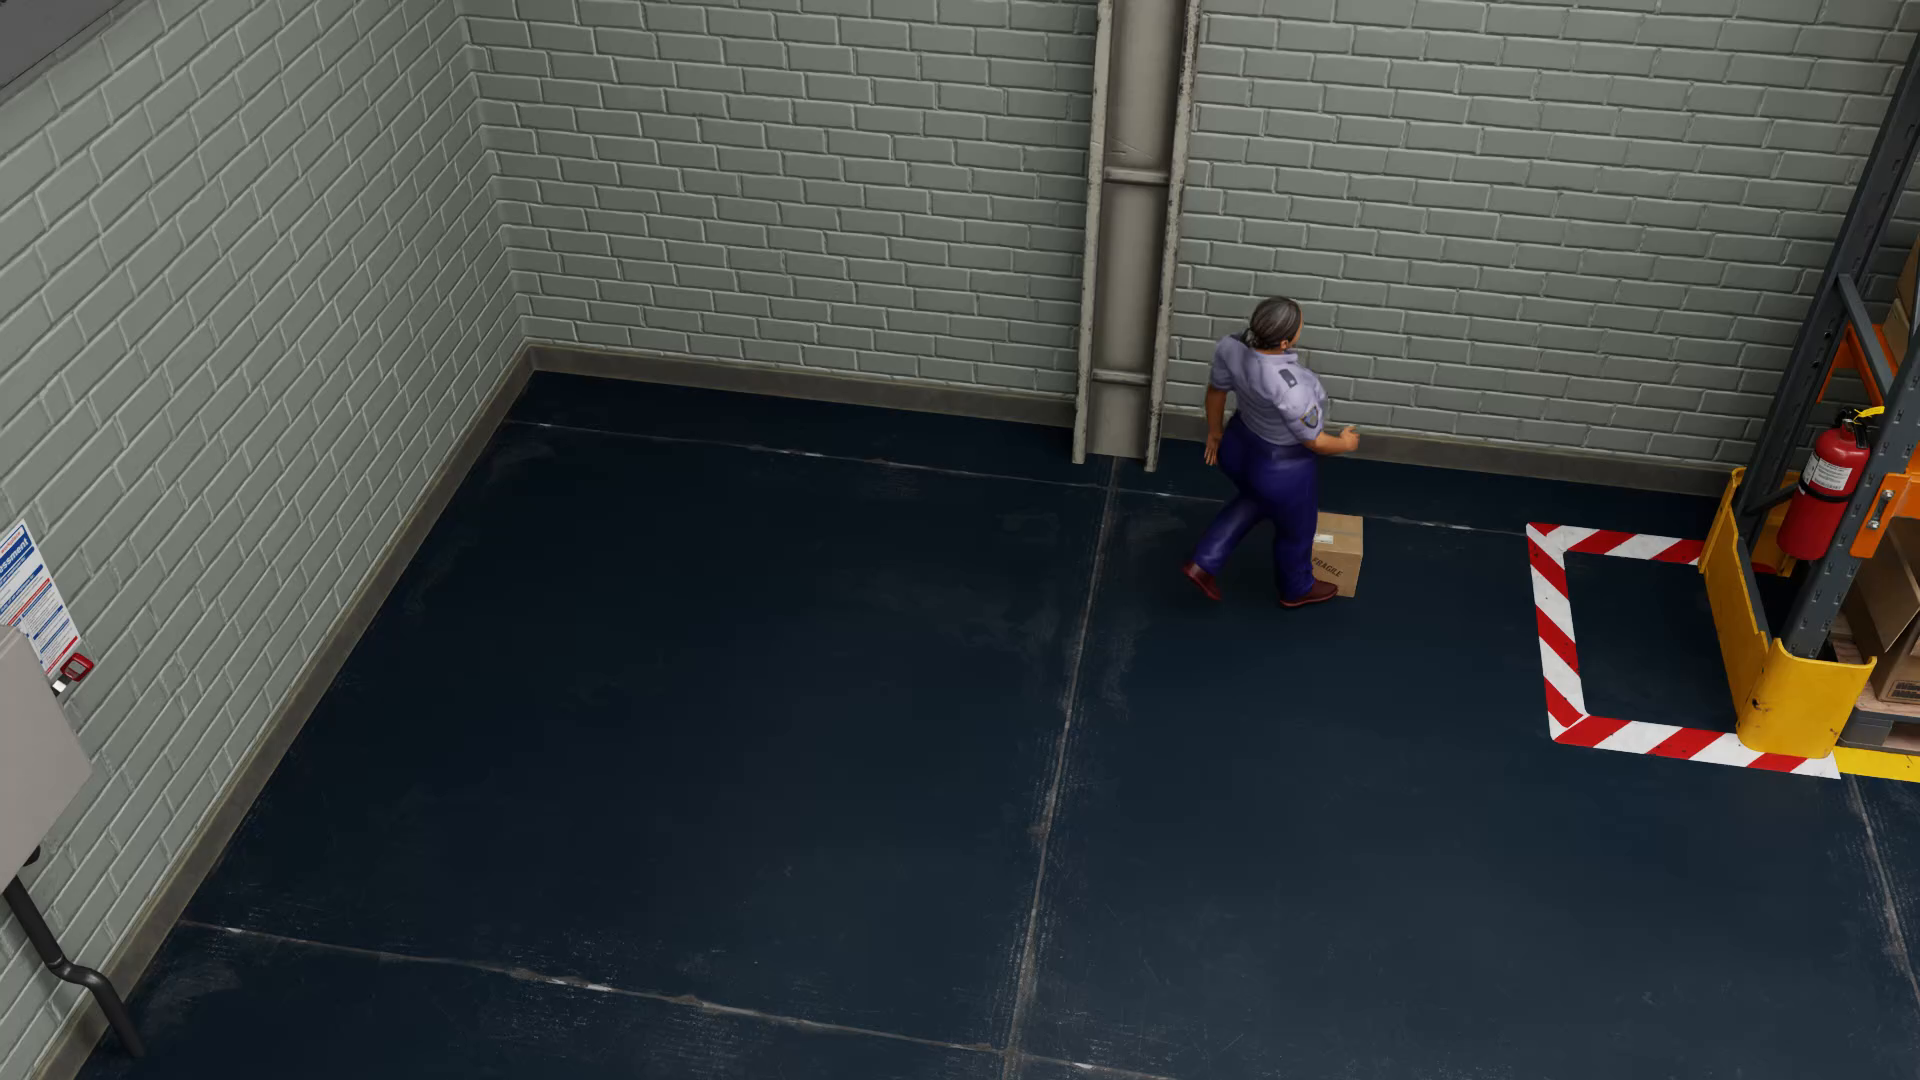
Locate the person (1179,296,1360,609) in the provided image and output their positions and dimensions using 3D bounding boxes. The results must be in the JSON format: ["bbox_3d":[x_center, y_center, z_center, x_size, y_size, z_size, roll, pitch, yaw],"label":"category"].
[{"bbox_3d":[1.277,-0.343,6.578,0.717,1.605,0.546,-22,45,-23],"label":"person"}]
